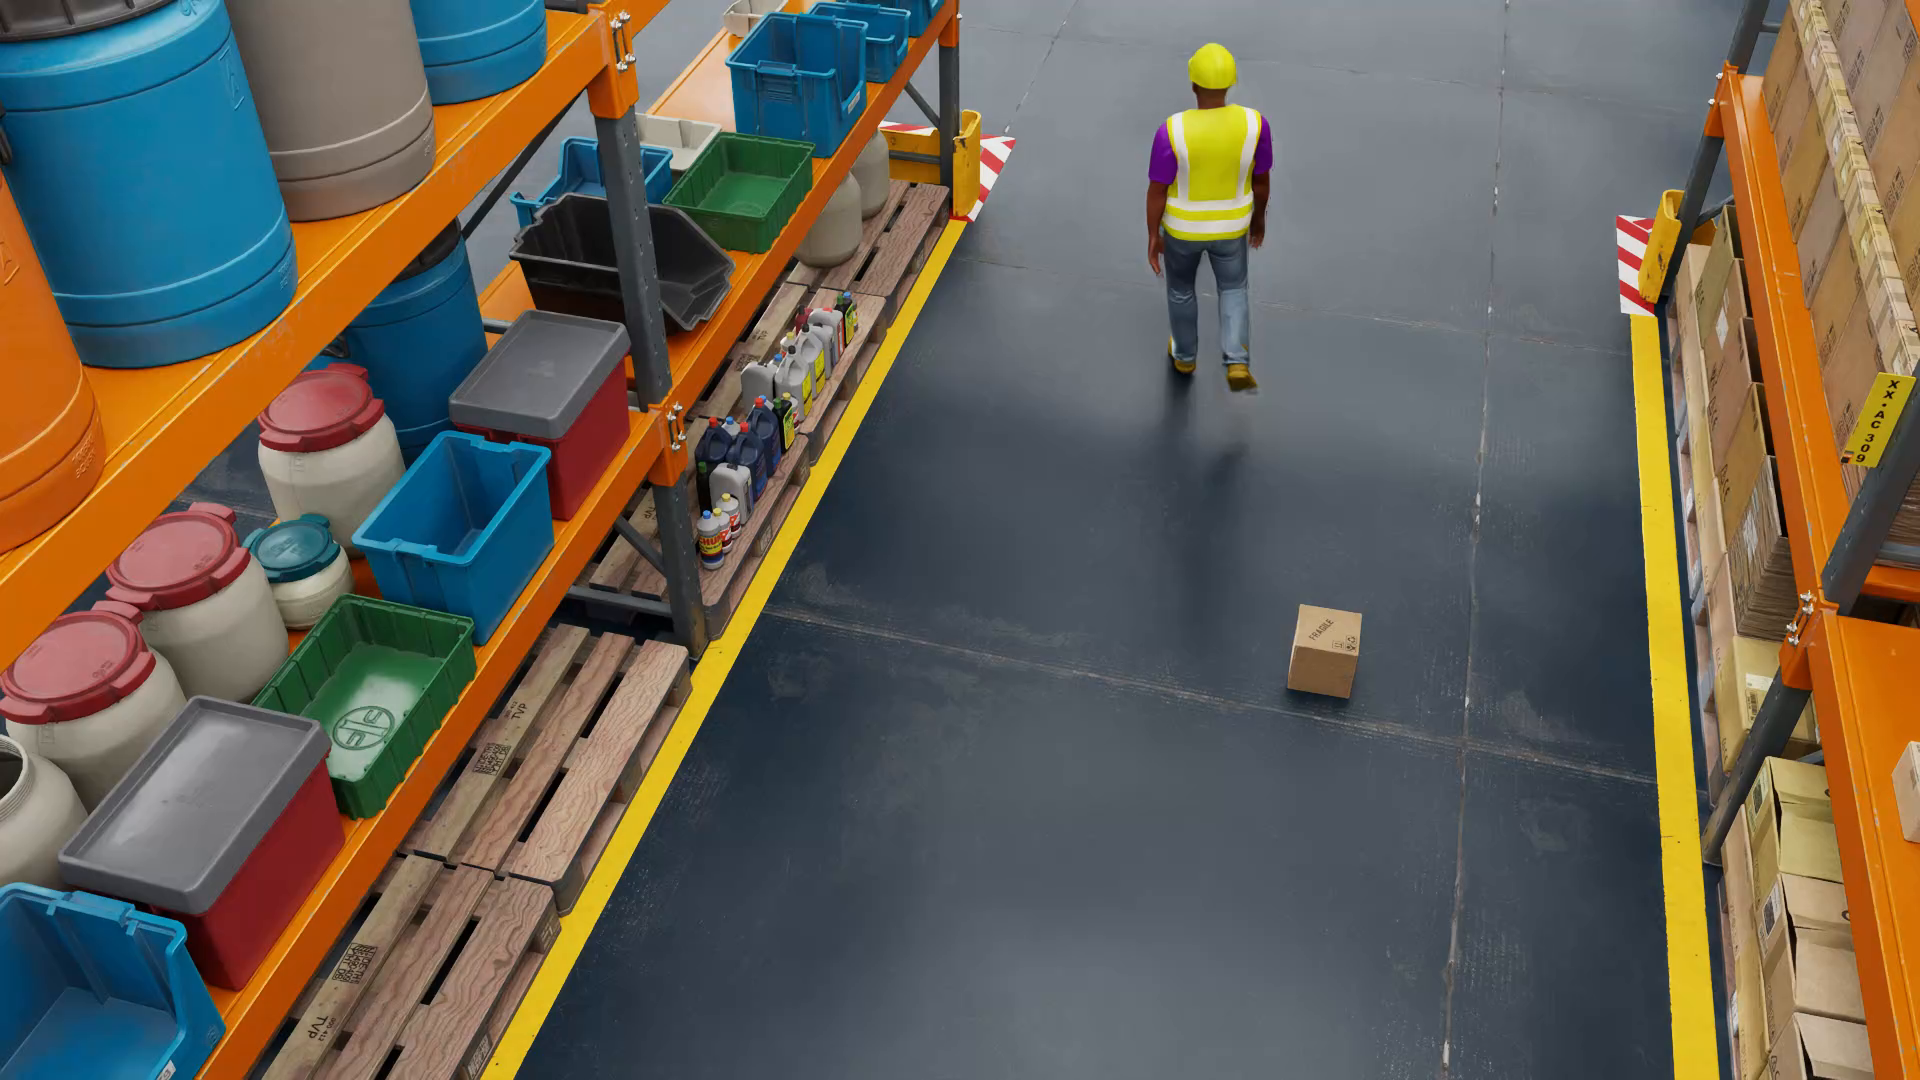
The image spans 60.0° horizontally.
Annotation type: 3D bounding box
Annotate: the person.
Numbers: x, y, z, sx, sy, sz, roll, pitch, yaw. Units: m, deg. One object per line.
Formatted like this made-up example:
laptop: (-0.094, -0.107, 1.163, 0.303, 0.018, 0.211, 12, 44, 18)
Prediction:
person: (1.160, -1.452, 7.796, 0.600, 1.750, 0.774, -2, 41, -2)
